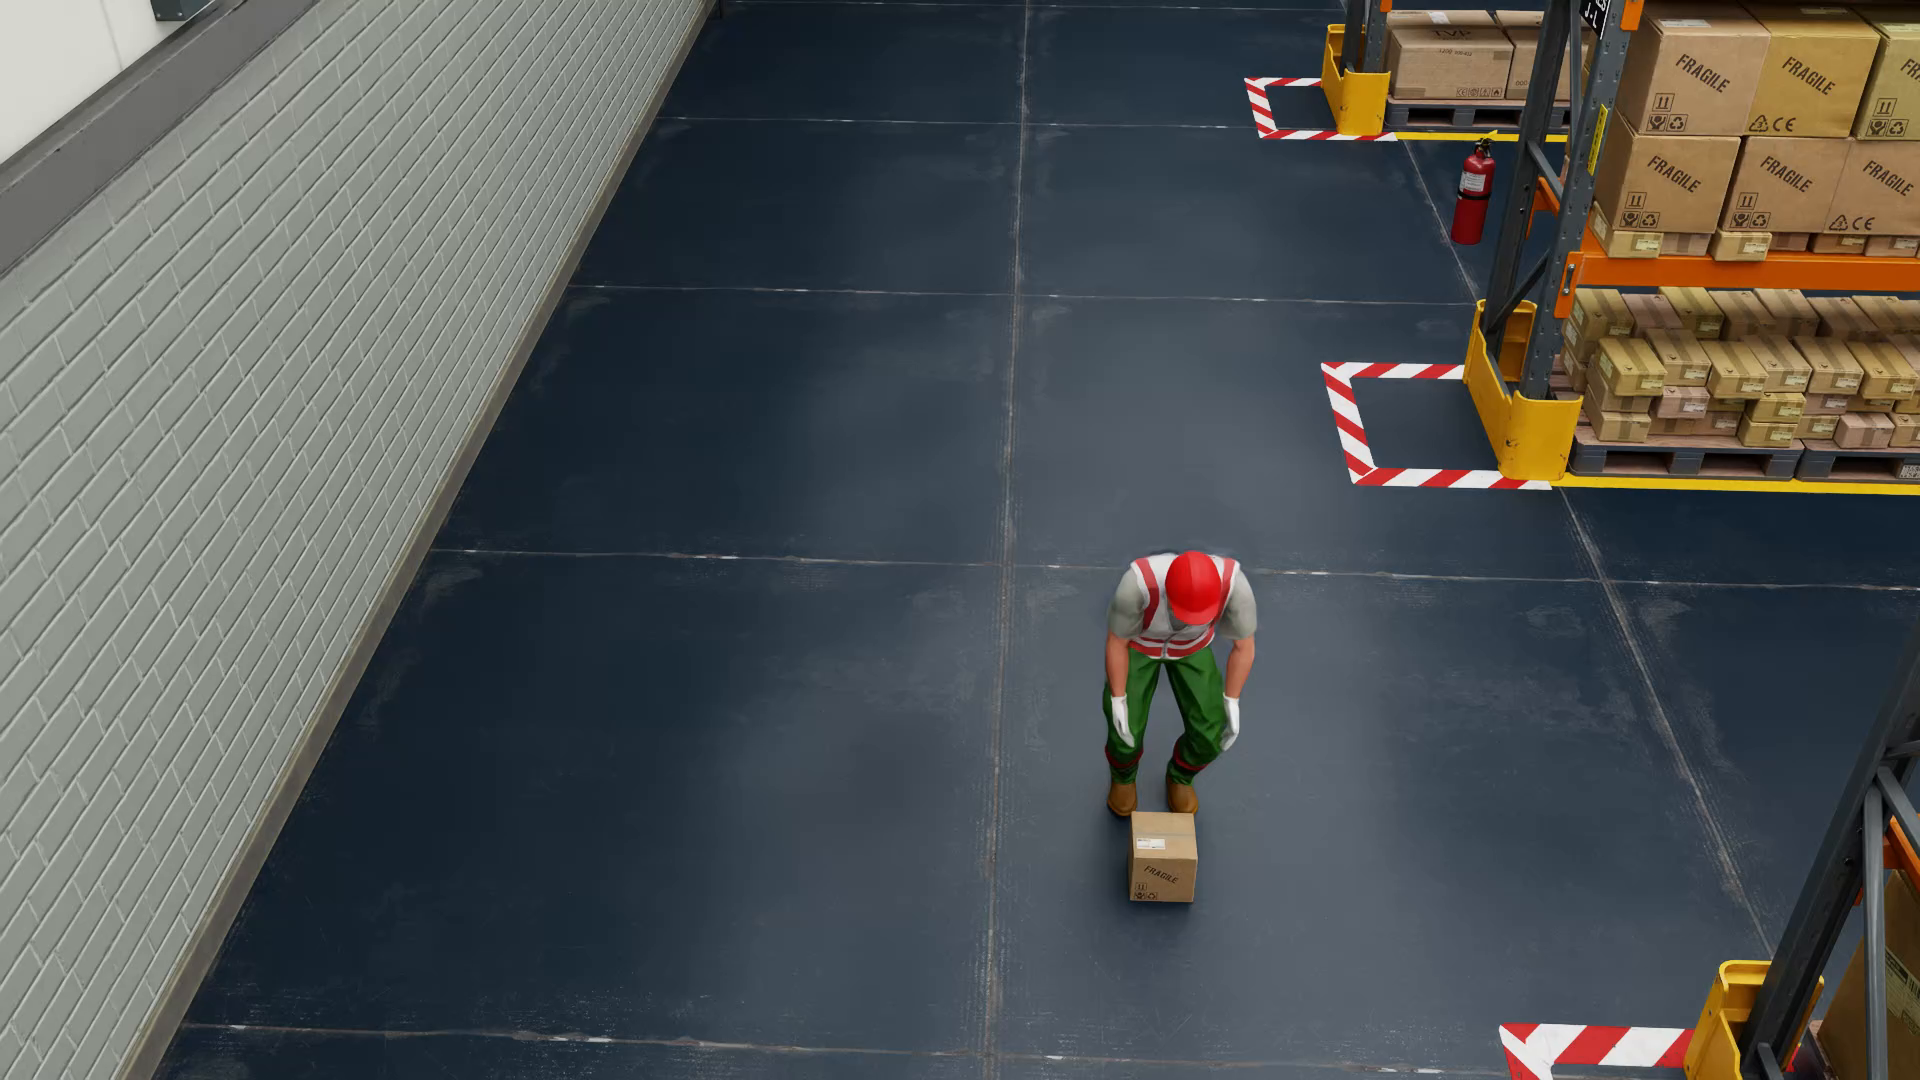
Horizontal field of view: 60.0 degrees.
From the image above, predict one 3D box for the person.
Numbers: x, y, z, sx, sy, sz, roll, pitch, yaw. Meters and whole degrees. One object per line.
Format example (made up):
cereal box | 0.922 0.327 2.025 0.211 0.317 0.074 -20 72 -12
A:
person | 0.861 0.526 6.631 0.582 1.471 0.731 2 35 2
